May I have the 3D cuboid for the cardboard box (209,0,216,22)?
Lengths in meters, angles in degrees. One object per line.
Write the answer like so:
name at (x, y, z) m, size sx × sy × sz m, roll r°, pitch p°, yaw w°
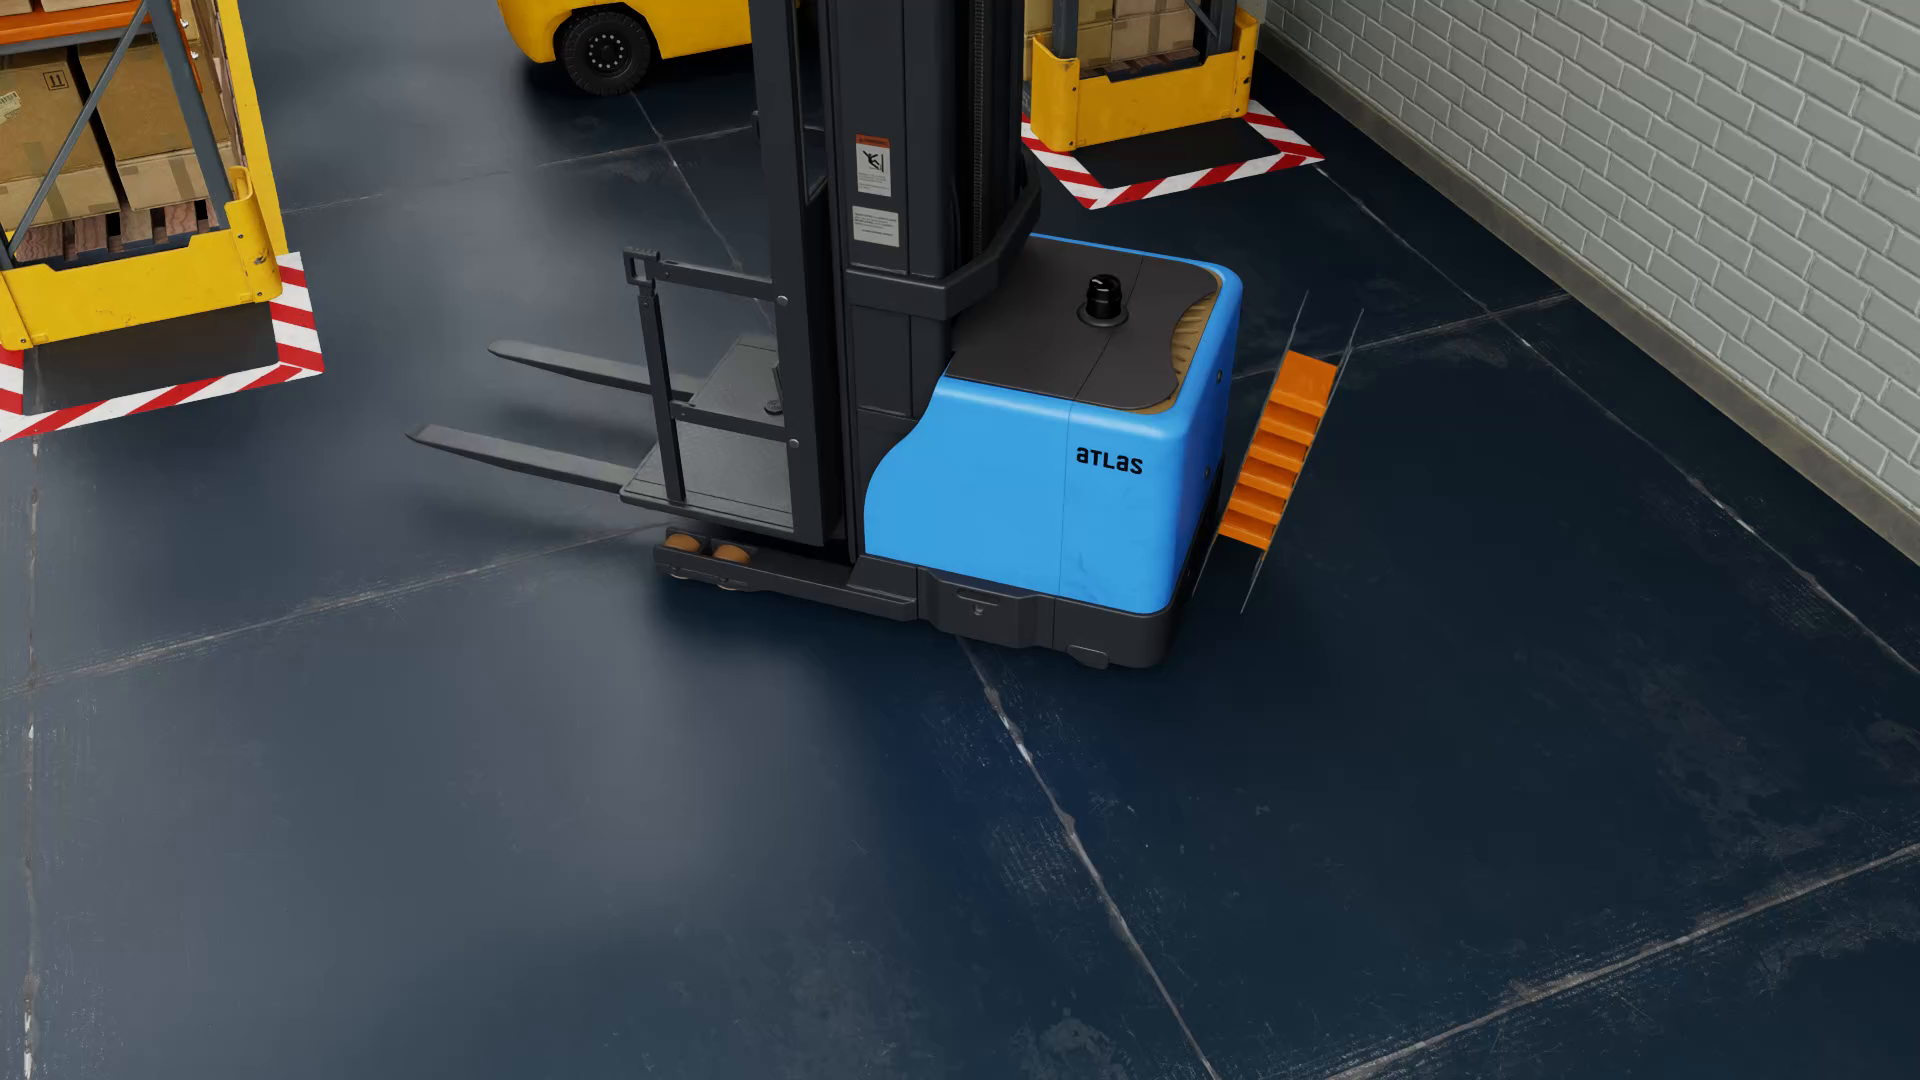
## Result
cardboard box at (-4.480, -3.067, 9.303) m, size 0.500 × 0.250 × 0.500 m, roll -16°, pitch 43°, yaw -18°

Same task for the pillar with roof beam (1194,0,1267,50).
pillar with roof beam at (-2.463, -5.234, 5.434) m, size 9.100 × 9.000 × 0.400 m, roll -15°, pitch 43°, yaw -17°

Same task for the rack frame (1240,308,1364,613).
rack frame at (1.145, -0.239, 5.621) m, size 0.006 × 1.200 × 0.240 m, roll 20°, pitch 44°, yaw 7°

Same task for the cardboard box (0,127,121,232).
cardboard box at (-4.204, -1.699, 7.712) m, size 0.500 × 0.250 × 0.500 m, roll -15°, pitch 43°, yaw -17°

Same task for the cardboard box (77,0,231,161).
cardboard box at (-3.700, -2.118, 7.624) m, size 0.500 × 0.500 × 0.500 m, roll -16°, pitch 43°, yaw -18°

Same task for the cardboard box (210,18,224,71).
cardboard box at (-4.099, -2.455, 8.591) m, size 0.500 × 0.250 × 0.500 m, roll -12°, pitch 42°, yaw -14°

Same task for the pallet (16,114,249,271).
pallet at (-3.944, -1.635, 7.989) m, size 1.003 × 0.211 × 1.213 m, roll -15°, pitch 43°, yaw -17°

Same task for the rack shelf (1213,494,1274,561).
rack shelf at (1.012, -0.069, 5.827) m, size 0.180 × 0.103 × 0.258 m, roll 20°, pitch 44°, yaw 7°

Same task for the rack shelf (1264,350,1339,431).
rack shelf at (1.113, -0.494, 5.416) m, size 0.180 × 0.103 × 0.258 m, roll 20°, pitch 44°, yaw 7°

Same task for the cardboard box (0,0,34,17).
cardboard box at (-3.978, -2.225, 6.729) m, size 0.380 × 0.149 × 0.250 m, roll -14°, pitch 43°, yaw -15°

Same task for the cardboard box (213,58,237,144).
cardboard box at (-3.878, -2.129, 8.212) m, size 0.500 × 0.250 × 0.500 m, roll -14°, pitch 43°, yaw -15°

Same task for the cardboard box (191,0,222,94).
cardboard box at (-3.904, -2.432, 7.989) m, size 0.500 × 0.500 × 0.500 m, roll -17°, pitch 43°, yaw -18°

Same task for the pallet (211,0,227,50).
pallet at (-4.878, -3.105, 9.698) m, size 1.003 × 0.211 × 1.213 m, roll -15°, pitch 43°, yaw -17°

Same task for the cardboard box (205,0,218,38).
cardboard box at (-4.290, -2.759, 8.945) m, size 0.500 × 0.250 × 0.500 m, roll -14°, pitch 43°, yaw -16°

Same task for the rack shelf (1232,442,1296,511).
rack shelf at (1.053, -0.239, 5.663) m, size 0.180 × 0.103 × 0.258 m, roll 20°, pitch 44°, yaw 7°

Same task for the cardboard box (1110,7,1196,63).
cardboard box at (0.940, -2.850, 9.050) m, size 0.500 × 0.250 × 0.500 m, roll -15°, pitch 43°, yaw -17°

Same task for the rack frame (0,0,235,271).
rack frame at (-3.637, -2.148, 6.447) m, size 1.000 × 3.000 × 0.127 m, roll -15°, pitch 43°, yaw -17°

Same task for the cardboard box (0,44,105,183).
cardboard box at (-4.184, -1.967, 7.448) m, size 0.500 × 0.500 × 0.500 m, roll -15°, pitch 43°, yaw -17°

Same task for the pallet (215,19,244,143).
pallet at (-4.407, -2.368, 8.842) m, size 1.003 × 0.211 × 1.213 m, roll -15°, pitch 43°, yaw -17°

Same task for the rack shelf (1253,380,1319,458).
rack shelf at (1.093, -0.409, 5.498) m, size 0.180 × 0.103 × 0.258 m, roll 20°, pitch 44°, yaw 7°

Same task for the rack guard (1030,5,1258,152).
rack guard at (0.957, -2.426, 8.688) m, size 1.175 × 0.500 × 0.348 m, roll -15°, pitch 43°, yaw -17°

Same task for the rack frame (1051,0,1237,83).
rack frame at (0.948, -3.389, 7.890) m, size 1.000 × 3.000 × 0.127 m, roll -15°, pitch 43°, yaw -17°

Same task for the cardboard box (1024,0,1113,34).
cardboard box at (0.473, -2.910, 8.737) m, size 0.500 × 0.250 × 0.500 m, roll -16°, pitch 43°, yaw -17°

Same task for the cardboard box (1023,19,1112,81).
cardboard box at (0.476, -2.709, 8.887) m, size 0.500 × 0.250 × 0.500 m, roll -15°, pitch 43°, yaw -17°

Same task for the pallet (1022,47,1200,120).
pallet at (0.616, -2.782, 9.323) m, size 1.003 × 0.211 × 1.213 m, roll -15°, pitch 43°, yaw -17°

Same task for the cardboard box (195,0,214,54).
cardboard box at (-4.088, -2.736, 8.343) m, size 0.500 × 0.500 × 0.500 m, roll -14°, pitch 43°, yaw -16°

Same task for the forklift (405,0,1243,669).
forklift at (-0.593, -1.241, 5.445) m, size 3.031 × 2.935 × 1.130 m, roll 12°, pitch 42°, yaw 14°

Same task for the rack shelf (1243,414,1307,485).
rack shelf at (1.073, -0.324, 5.581) m, size 0.180 × 0.103 × 0.258 m, roll 20°, pitch 44°, yaw 7°

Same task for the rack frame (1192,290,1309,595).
rack frame at (0.975, -0.302, 5.644) m, size 0.006 × 1.200 × 0.240 m, roll 20°, pitch 44°, yaw 7°

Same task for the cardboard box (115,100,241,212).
cardboard box at (-3.690, -1.820, 7.852) m, size 0.500 × 0.250 × 0.500 m, roll -15°, pitch 43°, yaw -17°

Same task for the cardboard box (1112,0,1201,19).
cardboard box at (0.960, -3.030, 8.876) m, size 0.500 × 0.250 × 0.500 m, roll -14°, pitch 43°, yaw -16°

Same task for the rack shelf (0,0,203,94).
rack shelf at (-4.402, -3.080, 8.083) m, size 1.077 × 0.370 × 4.000 m, roll -15°, pitch 43°, yaw -17°

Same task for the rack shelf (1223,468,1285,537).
rack shelf at (1.032, -0.154, 5.745) m, size 0.180 × 0.103 × 0.258 m, roll 20°, pitch 44°, yaw 7°

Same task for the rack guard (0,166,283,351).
rack guard at (-3.666, -1.246, 7.316) m, size 1.175 × 0.500 × 0.348 m, roll -15°, pitch 43°, yaw -17°

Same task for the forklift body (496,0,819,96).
forklift body at (-1.463, -3.754, 8.966) m, size 2.313 × 2.155 × 1.214 m, roll -15°, pitch 43°, yaw -17°

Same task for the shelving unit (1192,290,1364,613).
shelving unit at (1.060, -0.270, 5.632) m, size 0.189 × 1.200 × 0.258 m, roll 20°, pitch 44°, yaw 7°

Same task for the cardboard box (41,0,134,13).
cardboard box at (-3.576, -2.309, 6.827) m, size 0.380 × 0.149 × 0.250 m, roll -15°, pitch 43°, yaw -17°
